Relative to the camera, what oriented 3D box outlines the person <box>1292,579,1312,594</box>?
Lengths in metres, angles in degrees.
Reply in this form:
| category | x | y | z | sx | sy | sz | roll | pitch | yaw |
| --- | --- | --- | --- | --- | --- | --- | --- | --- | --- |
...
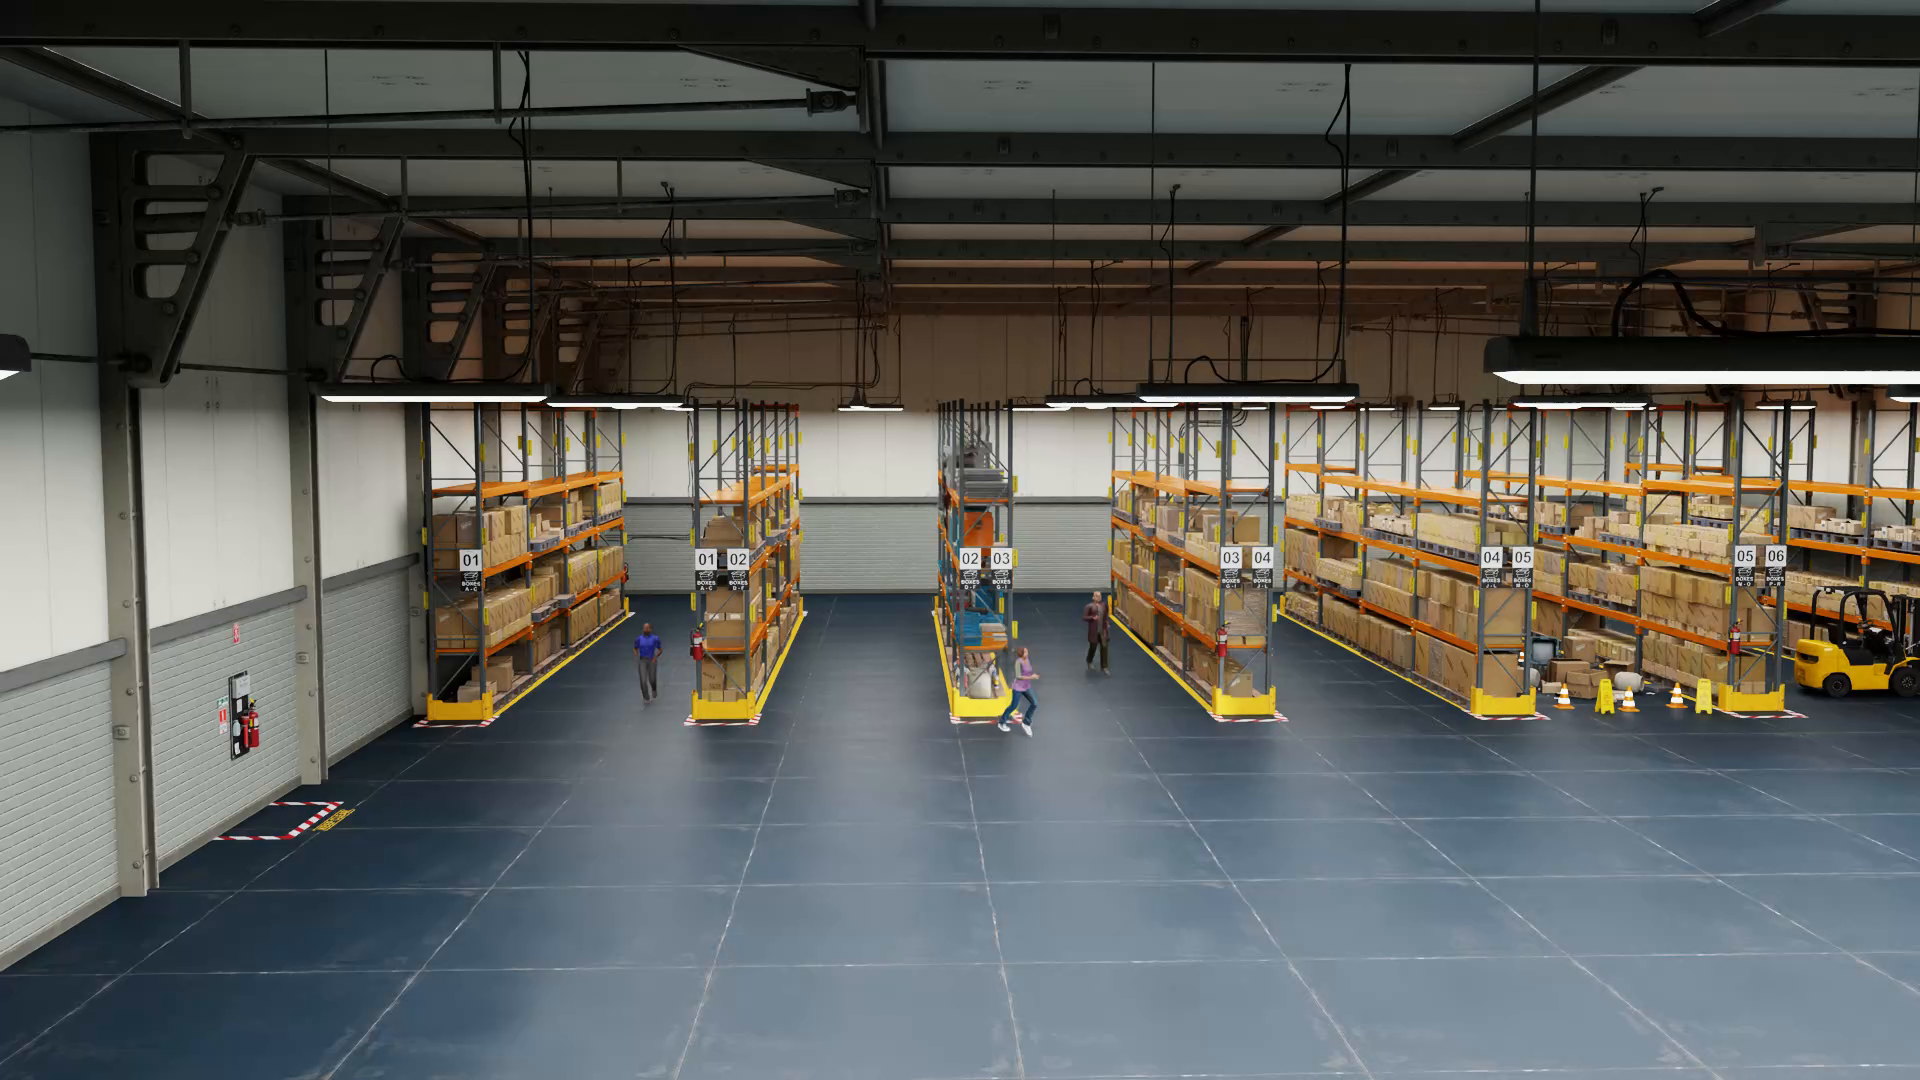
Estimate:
| category | x | y | z | sx | sy | sz | roll | pitch | yaw |
| --- | --- | --- | --- | --- | --- | --- | --- | --- | --- |
| person | 10.214 | 1.165 | 48.986 | 0.760 | 1.753 | 0.639 | -1 | 4 | -10 |

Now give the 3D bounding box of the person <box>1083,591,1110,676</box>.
| category | x | y | z | sx | sy | sz | roll | pitch | yaw |
| --- | --- | --- | --- | --- | --- | --- | --- | --- | --- |
| person | 3.023 | 2.029 | 36.580 | 0.698 | 1.804 | 0.935 | -1 | 5 | -16 |

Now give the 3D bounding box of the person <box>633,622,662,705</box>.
| category | x | y | z | sx | sy | sz | roll | pitch | yaw |
| --- | --- | --- | --- | --- | --- | --- | --- | --- | --- |
| person | -6.182 | 2.426 | 32.841 | 0.566 | 1.602 | 0.566 | 0 | 4 | -3 |

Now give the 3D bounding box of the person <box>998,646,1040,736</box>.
| category | x | y | z | sx | sy | sz | roll | pitch | yaw |
| --- | --- | --- | --- | --- | --- | --- | --- | --- | --- |
| person | 1.088 | 2.677 | 29.626 | 0.825 | 1.615 | 0.549 | 3 | 5 | 37 |
